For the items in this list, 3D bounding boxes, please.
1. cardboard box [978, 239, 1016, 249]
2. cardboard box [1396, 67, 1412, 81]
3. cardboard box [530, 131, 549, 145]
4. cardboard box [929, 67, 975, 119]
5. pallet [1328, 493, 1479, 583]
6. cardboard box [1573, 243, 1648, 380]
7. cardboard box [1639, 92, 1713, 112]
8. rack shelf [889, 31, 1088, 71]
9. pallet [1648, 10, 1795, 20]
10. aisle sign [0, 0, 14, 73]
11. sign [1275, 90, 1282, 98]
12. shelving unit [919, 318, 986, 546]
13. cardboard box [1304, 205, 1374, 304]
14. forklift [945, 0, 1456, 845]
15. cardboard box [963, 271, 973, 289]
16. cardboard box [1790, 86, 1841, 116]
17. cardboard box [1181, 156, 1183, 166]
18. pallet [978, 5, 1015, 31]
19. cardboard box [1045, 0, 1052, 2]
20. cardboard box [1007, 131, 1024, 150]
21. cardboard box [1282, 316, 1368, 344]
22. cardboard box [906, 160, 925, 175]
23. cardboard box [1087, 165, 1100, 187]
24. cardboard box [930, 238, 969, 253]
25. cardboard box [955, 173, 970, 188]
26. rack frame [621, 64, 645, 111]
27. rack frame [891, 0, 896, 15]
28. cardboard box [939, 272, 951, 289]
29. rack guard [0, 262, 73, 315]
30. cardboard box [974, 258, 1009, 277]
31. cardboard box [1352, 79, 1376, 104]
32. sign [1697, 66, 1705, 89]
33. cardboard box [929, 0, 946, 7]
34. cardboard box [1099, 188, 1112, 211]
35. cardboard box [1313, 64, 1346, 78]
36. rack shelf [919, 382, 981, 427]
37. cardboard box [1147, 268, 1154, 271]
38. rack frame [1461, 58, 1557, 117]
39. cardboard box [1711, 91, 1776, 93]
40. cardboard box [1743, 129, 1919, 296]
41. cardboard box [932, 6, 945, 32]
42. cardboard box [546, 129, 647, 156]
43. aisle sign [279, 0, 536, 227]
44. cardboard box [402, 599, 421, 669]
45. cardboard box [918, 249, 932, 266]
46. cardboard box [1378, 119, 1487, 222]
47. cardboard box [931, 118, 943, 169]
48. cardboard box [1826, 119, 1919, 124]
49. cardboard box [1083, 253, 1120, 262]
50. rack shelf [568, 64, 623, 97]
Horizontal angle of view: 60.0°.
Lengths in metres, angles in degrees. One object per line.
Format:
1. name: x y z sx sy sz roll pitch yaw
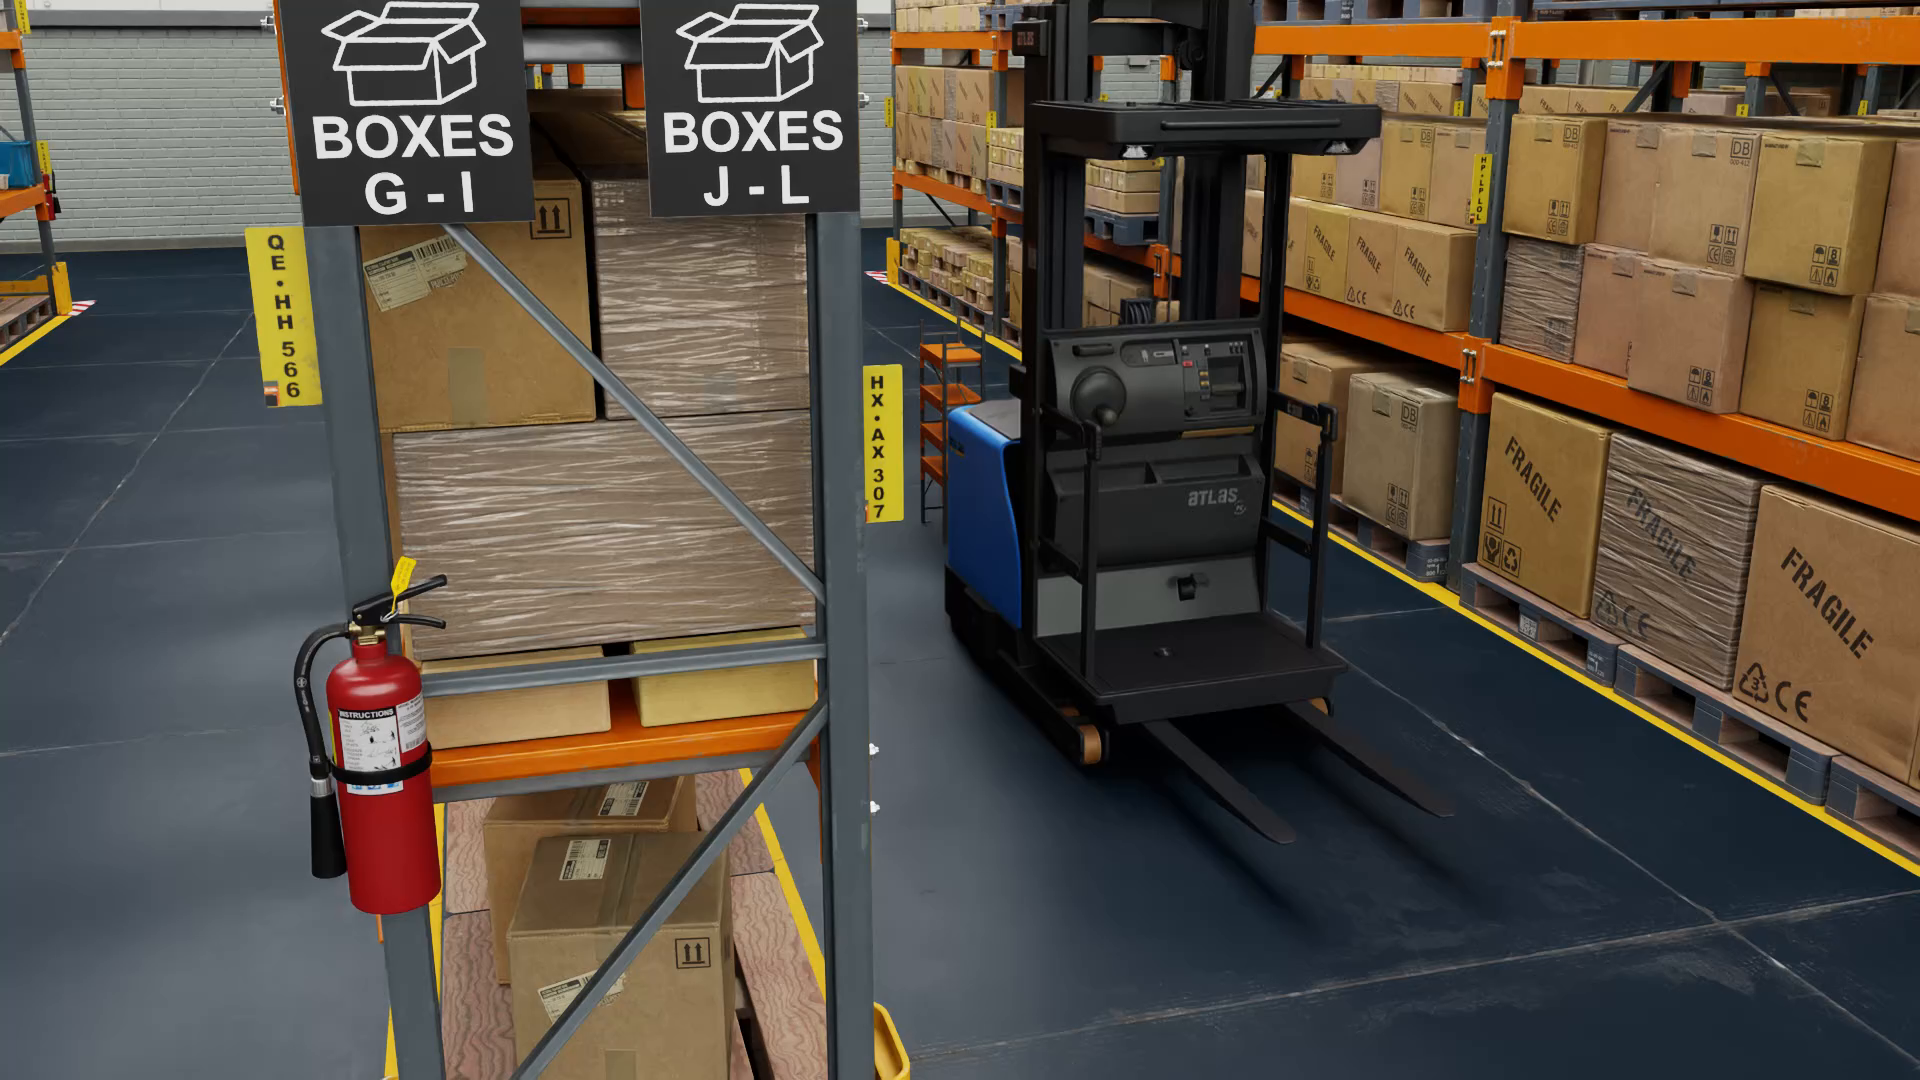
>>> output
1. cardboard box: 0.413 -3.156 17.938 0.380 0.149 0.250 -5 18 -17
2. cardboard box: 4.936 -5.023 17.919 0.380 0.149 0.250 -5 17 -16
3. cardboard box: -1.483 -0.953 4.982 0.500 0.500 0.500 -5 17 -15
4. cardboard box: -0.009 -4.625 17.205 0.500 0.500 0.500 -5 18 -17
5. pallet: 2.726 -0.079 9.347 1.003 0.211 1.213 -5 17 -15
6. cardboard box: 3.297 -1.027 7.397 0.875 0.550 0.550 -5 17 -15
7. cardboard box: 6.101 -3.523 14.054 0.500 0.500 0.500 -4 17 -14
8. rack shelf: 0.263 -5.065 17.136 1.077 0.370 4.000 -5 17 -15
9. pallet: 6.415 -4.252 13.509 1.213 0.211 1.003 -4 17 -13
10. aisle sign: -9.584 -5.058 16.559 0.394 0.787 0.004 -5 17 -15
11. sign: 3.910 -5.356 20.425 0.100 0.325 0.005 -5 17 -15
12. shelving unit: -0.045 -0.620 9.432 0.258 1.200 0.503 -5 17 -15
13. cardboard box: 2.333 -1.657 9.582 0.500 0.500 0.500 -5 17 -15
14. forklift: 0.876 -0.649 6.517 1.130 2.935 3.031 -5 18 -18
15. cardboard box: 0.243 -2.606 16.623 0.380 0.149 0.250 -5 18 -17
16. cardboard box: 10.162 -5.095 19.640 0.500 0.500 0.500 -5 17 -17
17. cardboard box: 1.895 -2.896 12.552 0.380 0.149 0.250 -5 17 -17
18. pallet: 0.880 -4.587 14.621 1.213 0.211 1.003 -5 17 -15
19. cardboard box: 1.111 -4.669 13.658 0.797 0.503 0.637 -5 17 -16
20. cardboard box: 0.629 -3.492 14.536 0.380 0.149 0.250 -5 17 -15
21. cardboard box: 2.236 -1.020 10.813 1.050 0.750 0.750 -4 17 -14
22. cardboard box: -0.381 -4.144 18.472 0.380 0.149 0.250 -5 17 -17
23. cardboard box: 1.188 -2.783 12.694 0.380 0.149 0.250 -4 17 -14
24. cardboard box: -0.117 -3.189 18.045 0.380 0.149 0.250 -4 17 -13
25. cardboard box: 0.167 -3.647 16.816 0.380 0.149 0.250 -5 18 -18
26. rack frame: -1.786 -0.843 7.043 1.000 3.000 0.127 -5 17 -15
27. rack frame: -0.287 -7.399 18.442 1.000 3.000 0.127 -5 17 -15
28. cardboard box: -0.013 -2.765 17.668 0.380 0.149 0.250 -5 17 -15
29. rack guard: -9.865 -2.579 17.168 1.175 0.500 0.348 -5 17 -15
30. cardboard box: 0.356 -2.686 16.370 0.380 0.149 0.250 -4 17 -15
31. cardboard box: 4.738 -4.895 18.621 0.500 0.500 0.500 -5 17 -15
32. sign: 9.755 -6.083 21.927 0.100 0.325 0.005 -5 17 -15
33. cardboard box: -0.004 -5.563 16.937 0.500 0.250 0.500 -5 18 -17
34. cardboard box: 1.268 -2.563 12.477 0.380 0.149 0.250 -5 17 -15
35. cardboard box: 4.378 -5.515 19.558 0.380 0.149 0.250 -4 17 -14
36. rack shelf: -0.045 -0.770 9.387 0.258 0.148 0.480 -5 17 -15
37. cardboard box: 1.816 -2.026 13.296 0.500 0.250 0.500 -5 17 -16
38. rack frame: 5.544 -3.839 17.018 1.000 3.000 0.127 -5 17 -15
39. cardboard box: 6.597 -3.551 14.149 0.500 0.500 0.500 -5 17 -15
40. cardboard box: 3.512 -1.242 6.234 0.875 0.550 0.500 -5 17 -15
41. cardboard box: 0.017 -5.315 16.980 0.500 0.250 0.500 -5 17 -16
42. cardboard box: -0.988 -0.994 5.118 0.500 0.500 0.500 -5 17 -15
43. aisle sign: -0.958 -0.940 2.849 0.394 0.787 0.004 -5 17 -15
44. cardboard box: -1.150 0.187 4.051 0.380 0.149 0.250 -5 17 -15
45. cardboard box: -0.250 -3.119 18.328 0.380 0.149 0.250 -4 17 -14
46. cardboard box: 2.726 -2.012 9.026 0.700 0.500 0.500 -5 17 -16
47. cardboard box: 0.011 -4.147 17.354 0.500 0.500 0.500 -5 17 -17
48. cardboard box: 6.694 -2.838 12.264 0.500 0.500 0.500 -4 17 -12
49. cardboard box: 1.046 -2.269 14.103 0.500 0.250 0.500 -4 17 -13
50. rack shelf: -2.335 -2.488 8.557 1.077 0.370 4.000 -5 17 -15
